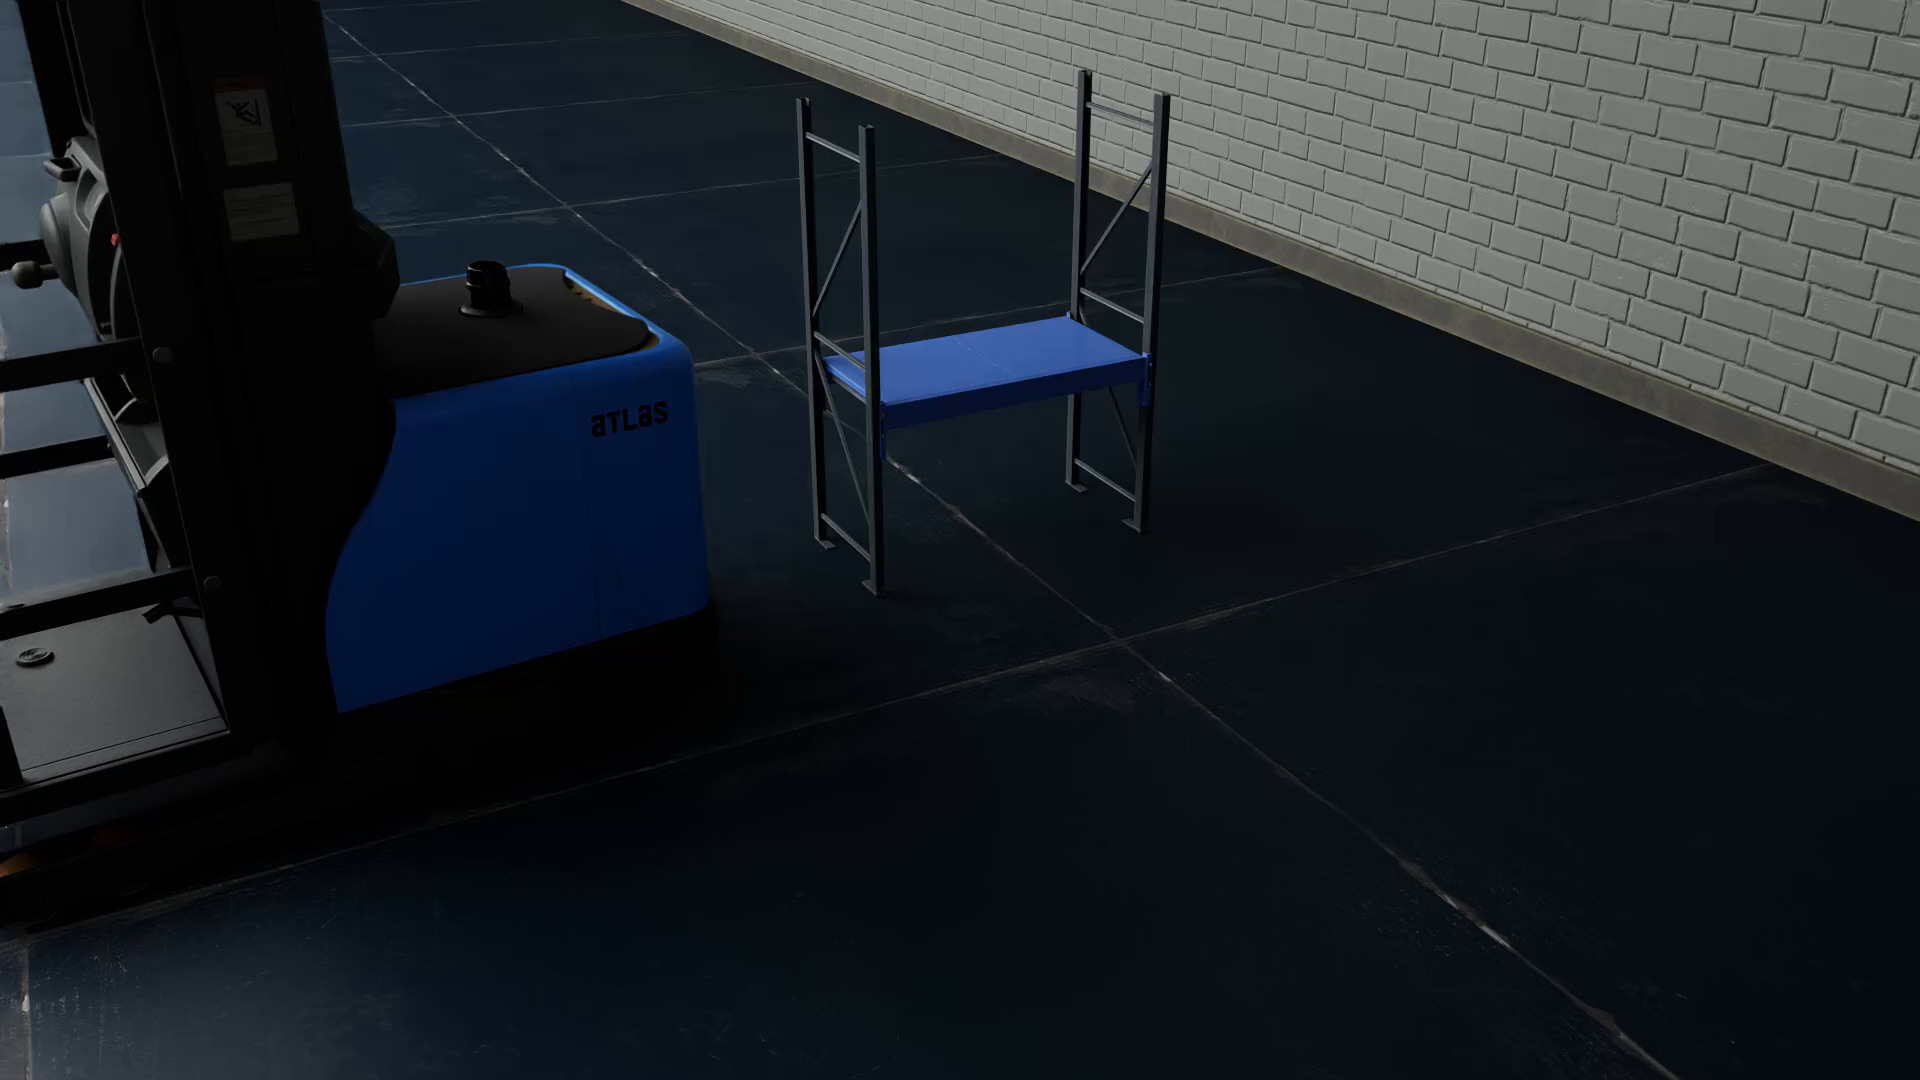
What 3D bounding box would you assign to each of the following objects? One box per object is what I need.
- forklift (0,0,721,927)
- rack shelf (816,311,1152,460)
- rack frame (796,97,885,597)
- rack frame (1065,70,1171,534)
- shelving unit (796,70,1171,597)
[{"bbox_3d":[-2.202,-0.685,3.791,3.031,2.935,1.130,-16,30,-30],"label":"forklift"},{"bbox_3d":[0.075,-0.531,5.539,1.000,0.185,0.538,-13,29,-25],"label":"rack shelf"},{"bbox_3d":[-0.373,-0.590,5.246,0.032,1.500,0.500,-13,29,-25],"label":"rack frame"},{"bbox_3d":[0.524,-0.797,5.677,0.032,1.500,0.500,-13,29,-25],"label":"rack frame"},{"bbox_3d":[0.075,-0.693,5.462,1.048,1.500,0.538,-13,29,-25],"label":"shelving unit"}]
